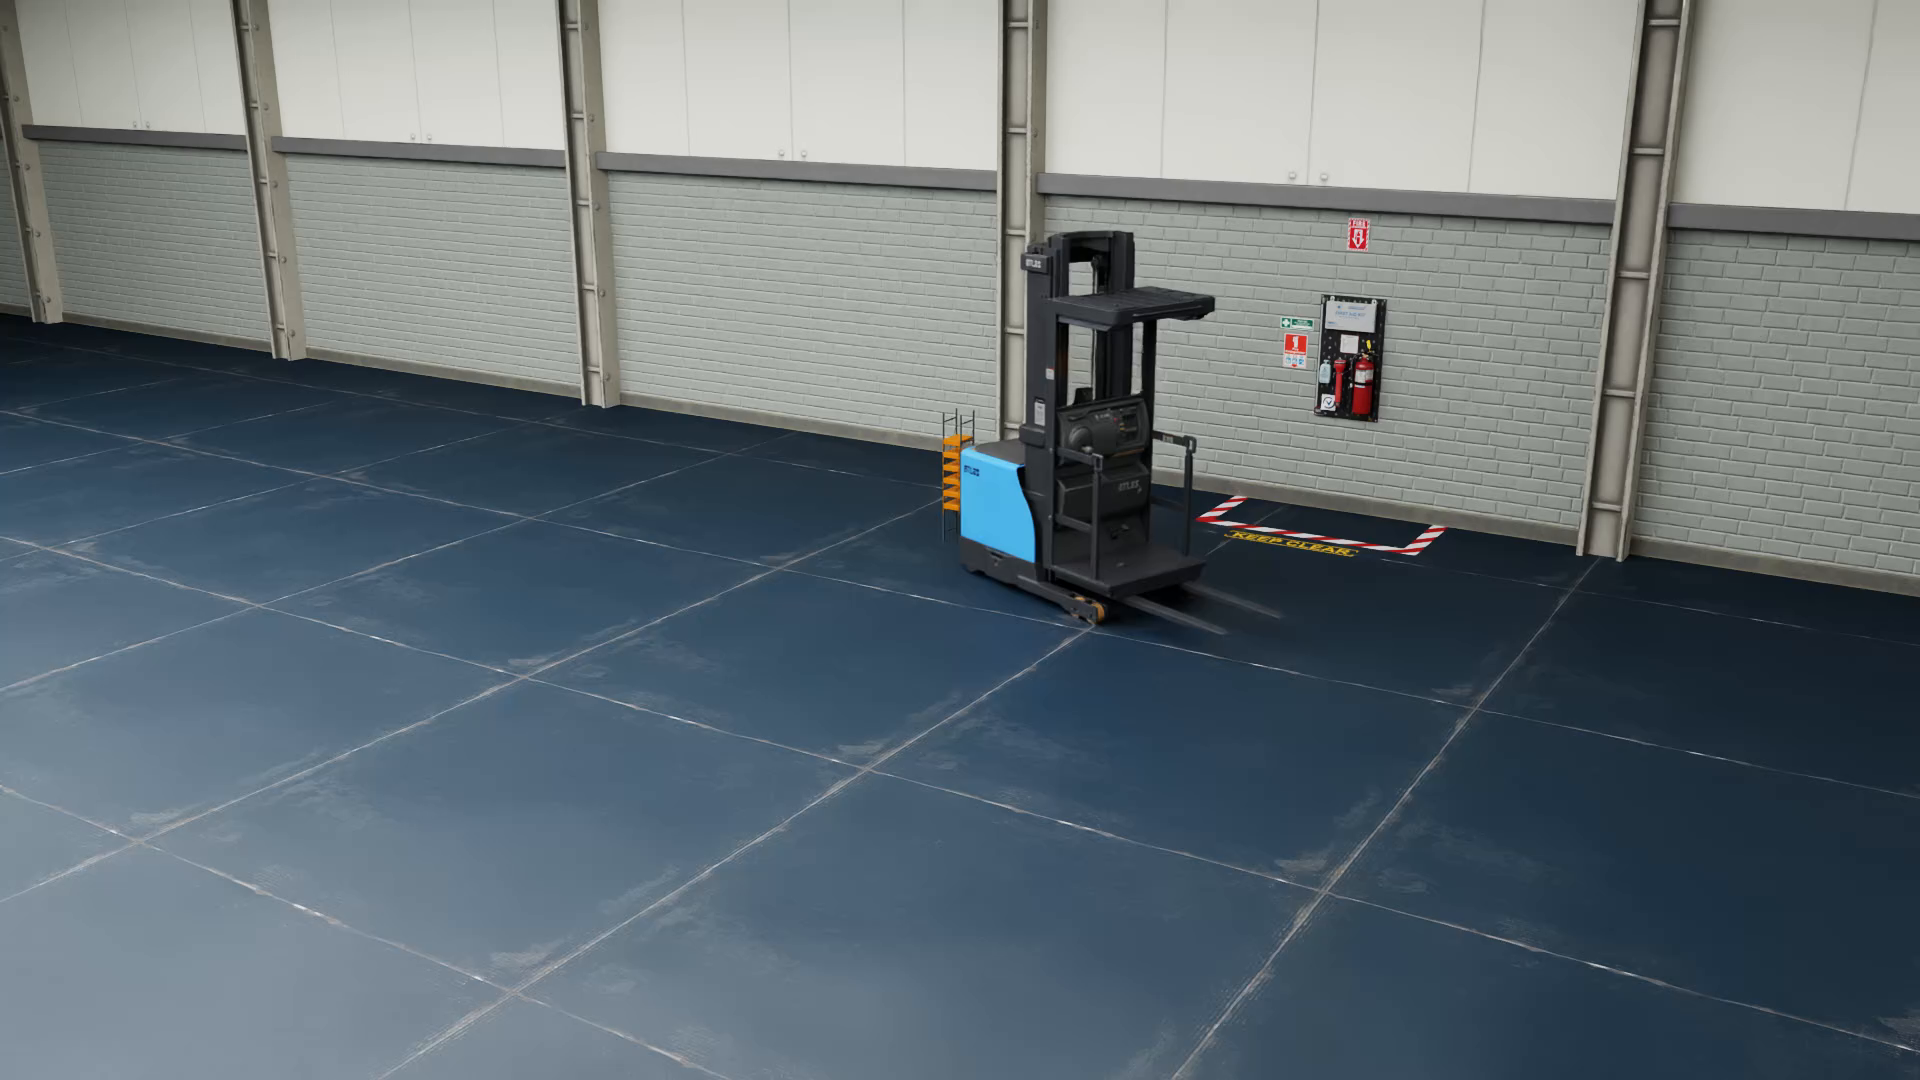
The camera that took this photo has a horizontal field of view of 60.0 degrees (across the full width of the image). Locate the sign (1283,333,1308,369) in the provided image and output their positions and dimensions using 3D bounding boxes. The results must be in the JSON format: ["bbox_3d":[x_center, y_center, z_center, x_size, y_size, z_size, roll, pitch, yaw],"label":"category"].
[{"bbox_3d":[3.233,-1.823,16.030,0.234,0.329,0.001,10,20,30],"label":"sign"}]

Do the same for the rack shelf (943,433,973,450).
[{"bbox_3d":[-0.012,-0.878,14.991,0.180,0.103,0.258,10,20,30],"label":"rack shelf"}]

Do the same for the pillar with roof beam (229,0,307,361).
[{"bbox_3d":[-11.856,-5.853,19.037,0.400,9.000,9.100,10,20,30],"label":"pillar with roof beam"}]

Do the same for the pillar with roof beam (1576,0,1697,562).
[{"bbox_3d":[3.483,-3.115,10.023,0.400,9.000,9.100,10,20,30],"label":"pillar with roof beam"}]

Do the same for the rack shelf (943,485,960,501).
[{"bbox_3d":[-0.012,-0.419,15.131,0.180,0.103,0.258,10,20,30],"label":"rack shelf"}]

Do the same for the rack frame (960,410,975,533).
[{"bbox_3d":[0.066,-0.562,15.037,0.006,1.200,0.240,10,20,30],"label":"rack frame"}]

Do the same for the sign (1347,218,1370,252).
[{"bbox_3d":[3.695,-2.832,15.422,0.199,0.298,0.001,10,20,30],"label":"sign"}]

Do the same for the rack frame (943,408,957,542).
[{"bbox_3d":[-0.090,-0.590,15.129,0.006,1.200,0.240,10,20,30],"label":"rack frame"}]

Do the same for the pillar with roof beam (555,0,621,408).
[{"bbox_3d":[-6.743,-4.941,16.032,0.400,9.000,9.100,10,20,30],"label":"pillar with roof beam"}]

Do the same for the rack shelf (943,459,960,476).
[{"bbox_3d":[-0.012,-0.649,15.061,0.180,0.103,0.258,10,20,30],"label":"rack shelf"}]

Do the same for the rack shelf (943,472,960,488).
[{"bbox_3d":[-0.012,-0.534,15.096,0.180,0.103,0.258,10,20,30],"label":"rack shelf"}]

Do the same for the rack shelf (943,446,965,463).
[{"bbox_3d":[-0.012,-0.763,15.026,0.180,0.103,0.258,10,20,30],"label":"rack shelf"}]

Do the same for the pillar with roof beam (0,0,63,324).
[{"bbox_3d":[-16.968,-6.766,22.041,0.400,9.000,9.100,10,20,30],"label":"pillar with roof beam"}]

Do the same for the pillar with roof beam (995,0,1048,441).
[{"bbox_3d":[-1.630,-4.028,13.028,0.400,9.000,9.100,10,20,30],"label":"pillar with roof beam"}]

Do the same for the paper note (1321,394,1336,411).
[{"bbox_3d":[3.535,-1.319,15.947,0.142,0.148,0.016,10,20,30],"label":"paper note"}]

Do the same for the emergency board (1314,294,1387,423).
[{"bbox_3d":[3.650,-1.696,15.674,0.643,1.169,0.194,10,20,30],"label":"emergency board"}]

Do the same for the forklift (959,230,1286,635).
[{"bbox_3d":[1.285,-0.902,13.178,1.130,2.935,3.031,-13,21,-36],"label":"forklift"}]

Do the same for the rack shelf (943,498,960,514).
[{"bbox_3d":[-0.012,-0.304,15.166,0.180,0.103,0.258,10,20,30],"label":"rack shelf"}]

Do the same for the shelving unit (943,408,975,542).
[{"bbox_3d":[-0.012,-0.576,15.083,0.189,1.200,0.258,10,20,30],"label":"shelving unit"}]

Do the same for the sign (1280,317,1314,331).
[{"bbox_3d":[3.232,-2.074,15.943,0.331,0.109,0.001,10,20,30],"label":"sign"}]
